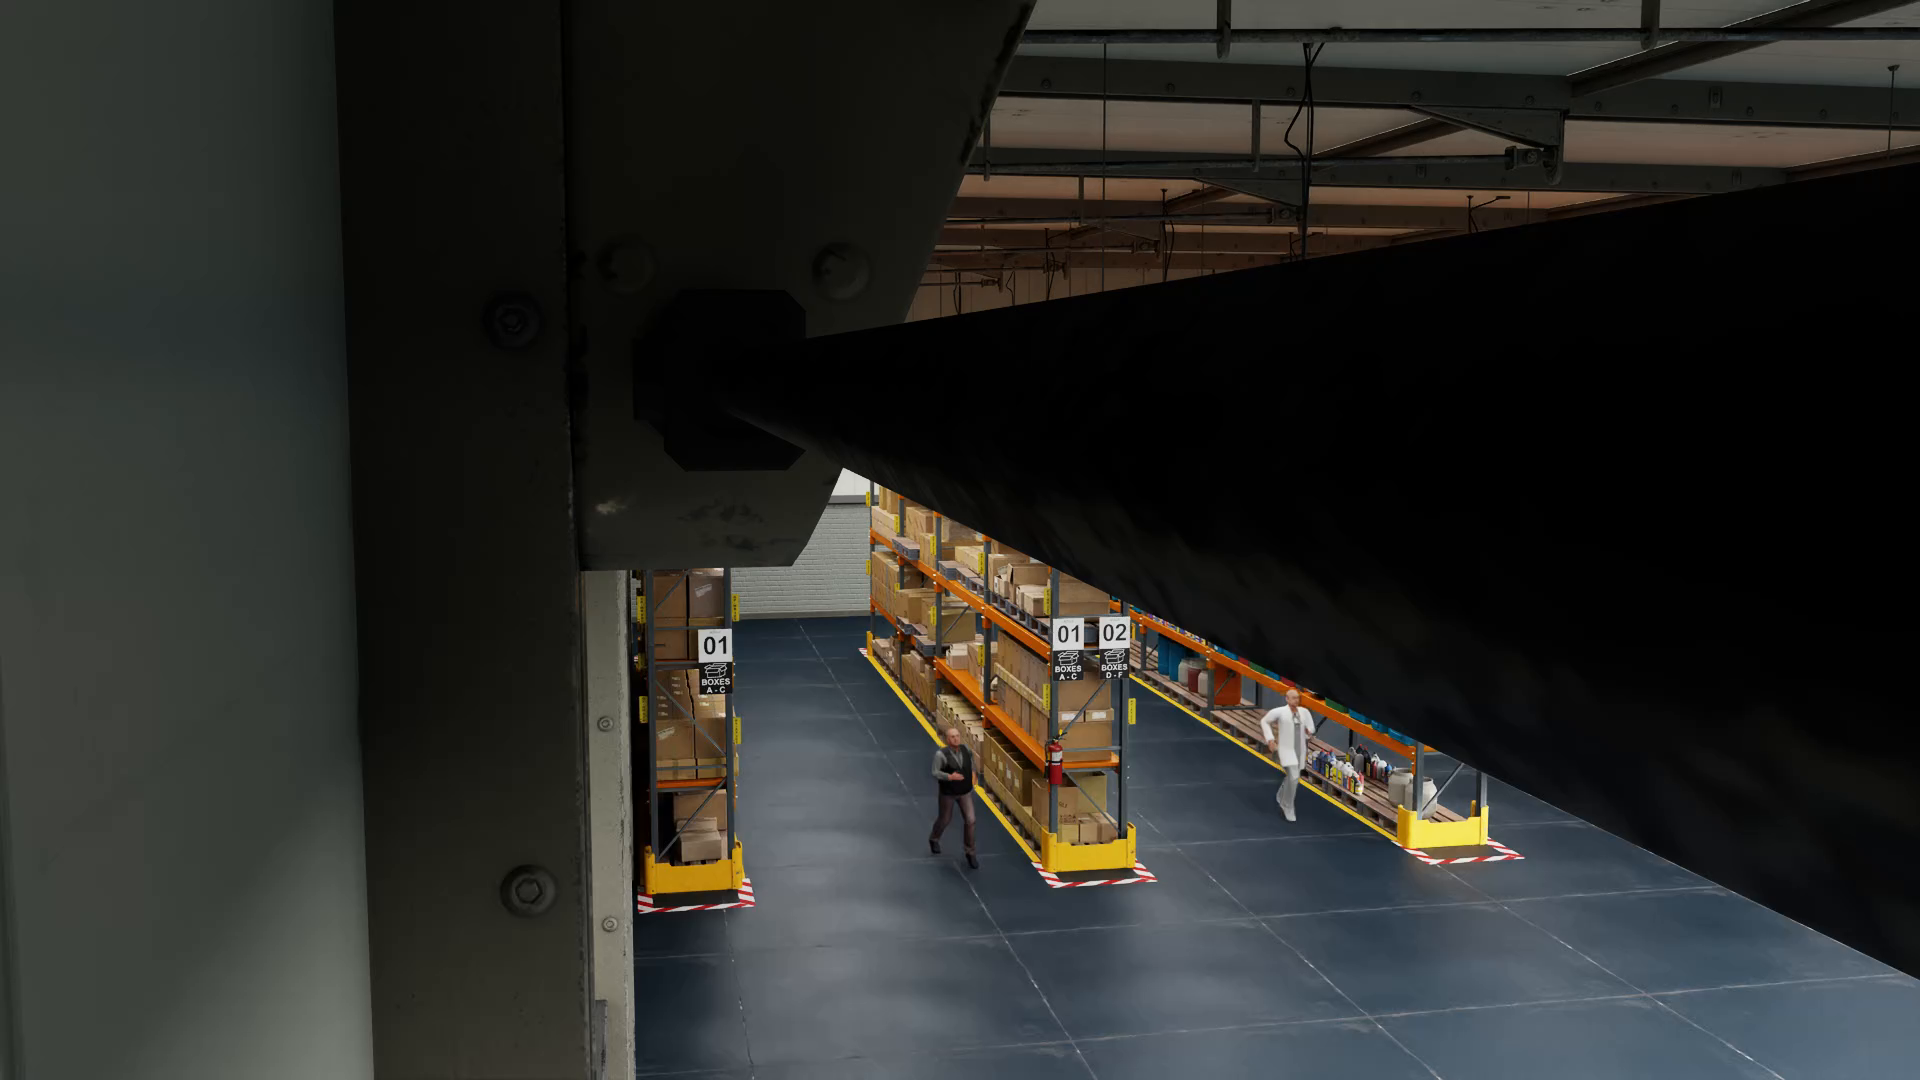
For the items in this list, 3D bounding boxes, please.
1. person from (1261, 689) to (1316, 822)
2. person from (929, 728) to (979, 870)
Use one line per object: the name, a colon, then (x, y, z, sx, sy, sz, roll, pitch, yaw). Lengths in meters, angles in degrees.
person: (4.656, 3.015, 23.381, 0.675, 1.846, 0.829, -3, 6, -23)
person: (-0.082, 3.254, 21.234, 0.680, 1.756, 0.900, -2, 6, -22)
